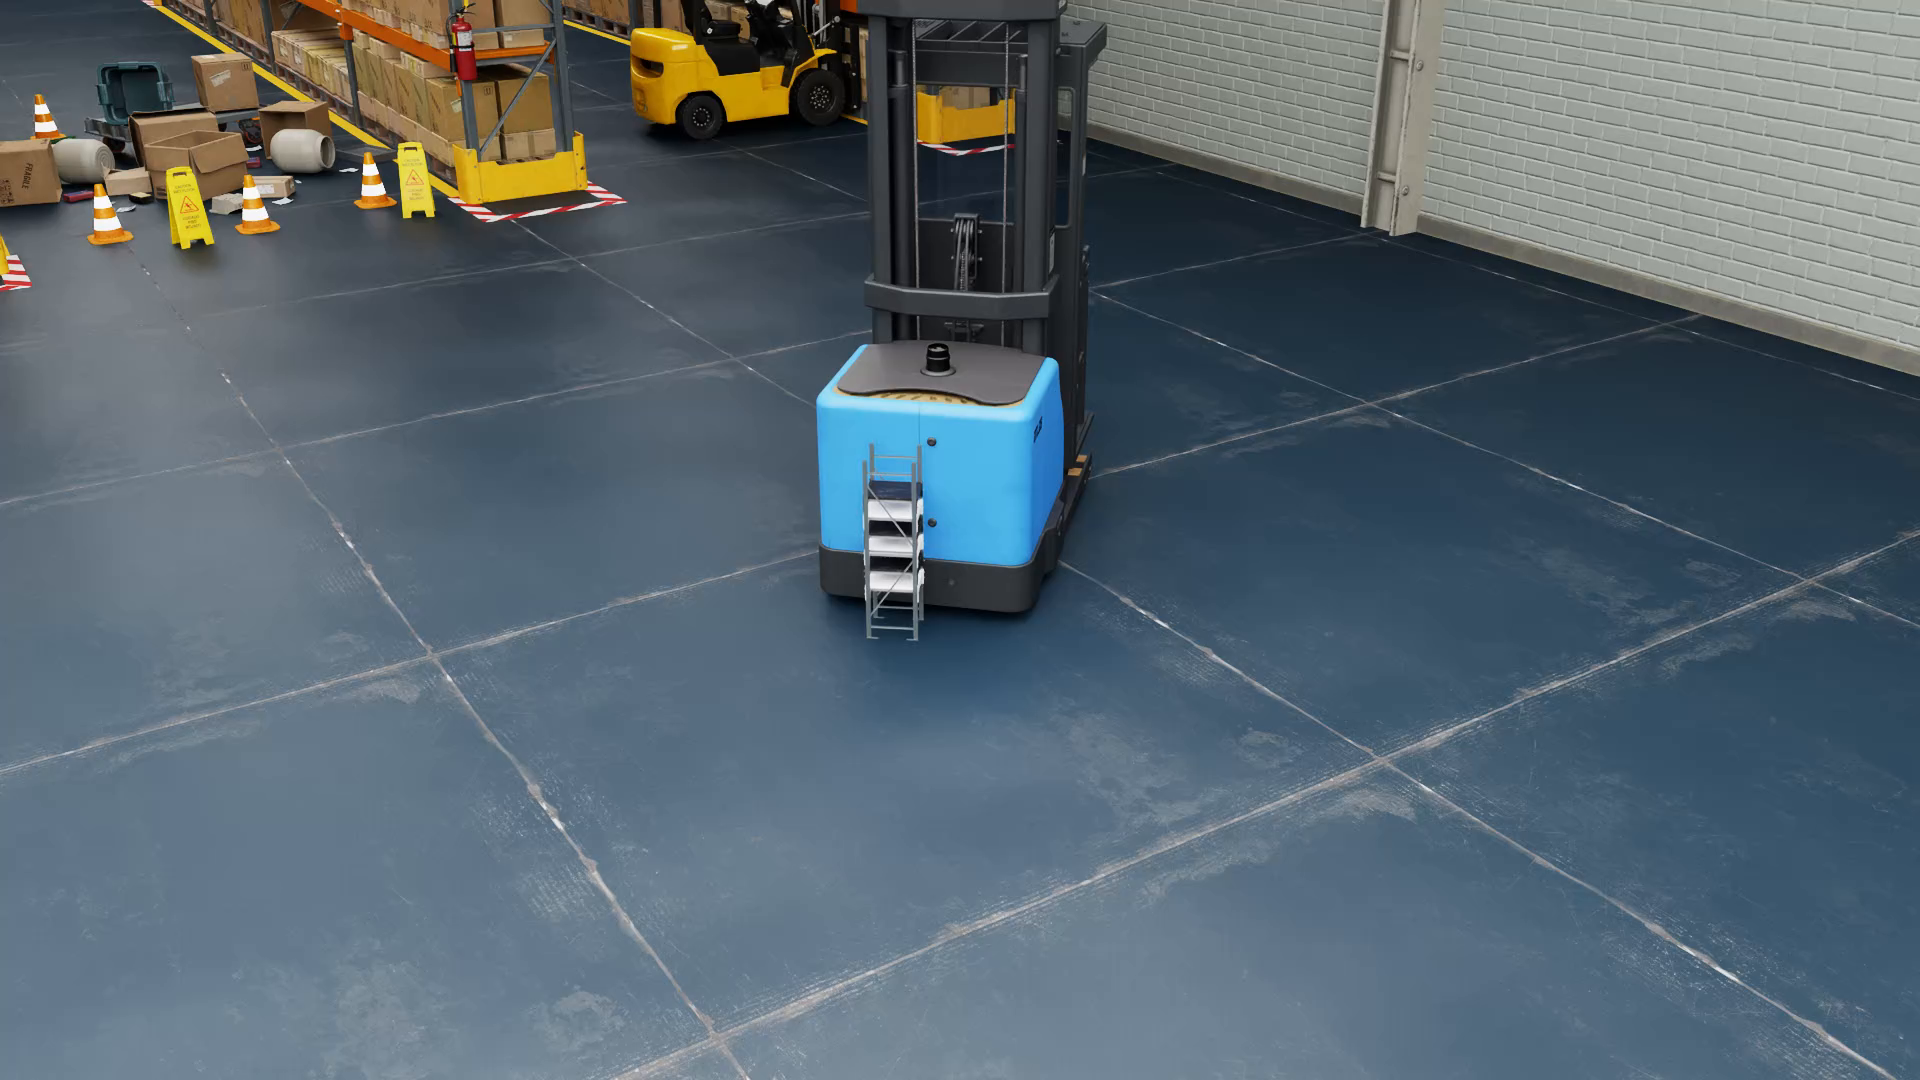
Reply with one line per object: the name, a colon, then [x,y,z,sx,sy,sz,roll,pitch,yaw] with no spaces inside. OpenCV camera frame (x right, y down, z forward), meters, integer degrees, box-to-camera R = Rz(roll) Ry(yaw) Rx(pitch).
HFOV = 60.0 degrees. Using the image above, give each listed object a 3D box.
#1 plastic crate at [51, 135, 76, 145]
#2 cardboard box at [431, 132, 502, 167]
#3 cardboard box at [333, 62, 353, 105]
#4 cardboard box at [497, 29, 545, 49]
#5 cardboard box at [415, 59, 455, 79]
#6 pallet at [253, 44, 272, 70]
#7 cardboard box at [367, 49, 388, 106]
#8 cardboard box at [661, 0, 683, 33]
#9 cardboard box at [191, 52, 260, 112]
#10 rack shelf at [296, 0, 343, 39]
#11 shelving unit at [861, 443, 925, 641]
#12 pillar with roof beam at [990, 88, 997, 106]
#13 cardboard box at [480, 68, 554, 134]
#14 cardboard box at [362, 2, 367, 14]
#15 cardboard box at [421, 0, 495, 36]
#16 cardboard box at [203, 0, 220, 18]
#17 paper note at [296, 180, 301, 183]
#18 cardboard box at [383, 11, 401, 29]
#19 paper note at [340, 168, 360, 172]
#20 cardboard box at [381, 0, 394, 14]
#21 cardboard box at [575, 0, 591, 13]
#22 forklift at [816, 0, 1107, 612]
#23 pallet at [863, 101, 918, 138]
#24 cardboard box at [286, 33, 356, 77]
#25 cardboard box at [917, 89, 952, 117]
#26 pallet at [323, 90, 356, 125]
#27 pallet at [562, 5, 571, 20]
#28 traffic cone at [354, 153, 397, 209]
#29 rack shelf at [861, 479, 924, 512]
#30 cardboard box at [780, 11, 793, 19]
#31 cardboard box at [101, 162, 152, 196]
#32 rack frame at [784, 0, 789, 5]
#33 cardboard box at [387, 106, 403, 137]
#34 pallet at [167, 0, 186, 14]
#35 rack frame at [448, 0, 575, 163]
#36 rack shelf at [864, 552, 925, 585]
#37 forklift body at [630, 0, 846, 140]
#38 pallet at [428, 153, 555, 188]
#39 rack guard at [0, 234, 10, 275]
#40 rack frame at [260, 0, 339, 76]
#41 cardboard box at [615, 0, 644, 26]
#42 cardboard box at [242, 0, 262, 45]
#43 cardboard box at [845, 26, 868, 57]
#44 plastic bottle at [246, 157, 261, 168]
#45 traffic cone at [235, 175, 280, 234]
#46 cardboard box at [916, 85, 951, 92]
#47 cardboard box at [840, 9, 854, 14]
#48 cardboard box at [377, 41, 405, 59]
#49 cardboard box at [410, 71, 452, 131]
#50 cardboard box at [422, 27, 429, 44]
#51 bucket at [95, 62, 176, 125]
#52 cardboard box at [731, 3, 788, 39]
plastic crate: [-9.148,-3.839,16.595,0.450,0.188,0.662,-10,25,2]
cardboard box: [-4.745,-3.782,15.977,0.500,0.250,0.500,-16,29,-30]
cardboard box: [-6.537,-5.220,18.880,0.950,0.372,0.625,-15,29,-29]
cardboard box: [-4.077,-4.657,15.395,0.380,0.149,0.250,-15,29,-29]
cardboard box: [-4.977,-4.521,15.904,0.380,0.149,0.250,-15,29,-28]
pallet: [-8.799,-6.501,22.273,1.003,0.211,1.213,-16,29,-30]
cardboard box: [-5.850,-4.854,17.370,0.500,0.500,0.500,-14,29,-28]
cardboard box: [-3.583,-7.278,22.943,0.875,0.625,0.625,-14,29,-28]
cardboard box: [-7.723,-4.818,17.483,0.500,0.500,0.500,-16,29,-30]
rack shelf: [-7.340,-6.421,19.681,1.077,0.370,4.000,-16,29,-30]
shelving unit: [-0.304,0.014,7.665,0.258,0.900,0.210,3,25,5]
pillar with roof beam: [-3.140,-7.927,15.002,9.100,9.000,0.400,-16,29,-30]
cardboard box: [-4.287,-4.248,16.084,0.500,0.500,0.500,-17,30,-31]
cardboard box: [-5.993,-5.564,17.317,0.380,0.149,0.250,-16,29,-30]
cardboard box: [-4.592,-4.910,15.172,0.500,0.500,0.500,-16,30,-30]
cardboard box: [-10.868,-8.174,25.060,0.875,0.438,0.875,-16,30,-30]
paper note: [-6.400,-3.465,16.079,0.032,0.001,0.123,-16,29,-30]
cardboard box: [-5.494,-5.187,16.518,0.380,0.149,0.250,-16,29,-30]
paper note: [-6.058,-3.677,16.503,0.148,0.019,0.142,18,31,33]
cardboard box: [-5.392,-5.456,16.328,0.500,0.500,0.500,-15,29,-29]
cardboard box: [-5.538,-8.330,25.318,0.500,0.500,0.500,-17,30,-31]
forklift: [0.134,-1.588,8.680,1.130,2.935,3.031,5,26,11]
pallet: [-0.361,-4.762,18.589,1.003,0.211,1.213,-16,29,-30]
cardboard box: [-7.722,-5.997,20.526,0.950,0.372,0.625,-16,30,-31]
cardboard box: [-0.429,-4.800,18.132,0.500,0.250,0.500,-15,29,-29]
pallet: [-6.675,-5.048,19.197,1.003,0.211,1.213,-16,29,-30]
pallet: [-5.983,-8.508,26.525,1.003,0.211,1.213,-16,29,-30]
traffic cone: [-5.380,-3.307,15.212,0.336,0.463,0.334,-16,29,-30]
rack shelf: [-0.304,-0.200,7.564,0.258,0.077,0.200,3,25,5]
cardboard box: [-1.820,-6.157,19.836,0.500,0.250,0.500,-15,29,-29]
cardboard box: [-7.859,-3.420,15.683,0.396,0.266,0.258,-10,27,-21]
rack frame: [-2.092,-7.189,20.466,1.000,3.000,0.127,-16,29,-30]
cardboard box: [-5.560,-4.326,17.130,0.500,0.250,0.500,-16,30,-30]
pallet: [-12.297,-8.795,27.133,1.003,0.211,1.213,-16,29,-30]
rack frame: [-4.065,-4.601,14.982,1.000,3.000,0.127,-16,29,-30]
rack shelf: [-0.304,0.126,7.718,0.258,0.077,0.200,3,25,5]
forklift body: [-2.472,-5.628,18.152,2.313,2.155,1.214,-16,29,-30]
pallet: [-4.520,-3.666,16.268,1.003,0.211,1.213,-16,29,-30]
rack guard: [-8.144,-2.272,12.977,1.175,0.500,0.348,-16,29,-30]
rack frame: [-8.432,-7.462,21.043,1.000,3.000,0.127,-16,29,-30]
cardboard box: [-4.686,-7.781,24.155,0.500,0.500,0.500,-15,29,-28]
cardboard box: [-9.223,-7.278,22.649,0.875,0.875,0.875,-15,29,-29]
cardboard box: [-0.988,-5.609,18.675,0.500,0.250,0.500,-15,29,-29]
plastic bottle: [-7.115,-3.804,16.736,0.133,0.061,0.283,-10,27,-21]
traffic cone: [-6.125,-2.926,14.407,0.336,0.463,0.334,-16,29,-30]
cardboard box: [-0.436,-5.033,18.040,0.500,0.250,0.500,-16,30,-30]
cardboard box: [-1.372,-6.279,20.096,0.500,0.250,0.500,-16,30,-30]
cardboard box: [-5.703,-4.999,16.916,0.380,0.149,0.250,-14,29,-27]
cardboard box: [-5.008,-4.298,16.191,0.500,0.500,0.500,-14,29,-28]
cardboard box: [-4.801,-4.732,15.555,0.380,0.149,0.250,-16,30,-30]
bucket: [-8.335,-4.537,16.902,0.726,0.611,0.620,-6,16,-12]
cardboard box: [-2.386,-6.489,21.273,0.875,0.625,0.625,-14,29,-27]
